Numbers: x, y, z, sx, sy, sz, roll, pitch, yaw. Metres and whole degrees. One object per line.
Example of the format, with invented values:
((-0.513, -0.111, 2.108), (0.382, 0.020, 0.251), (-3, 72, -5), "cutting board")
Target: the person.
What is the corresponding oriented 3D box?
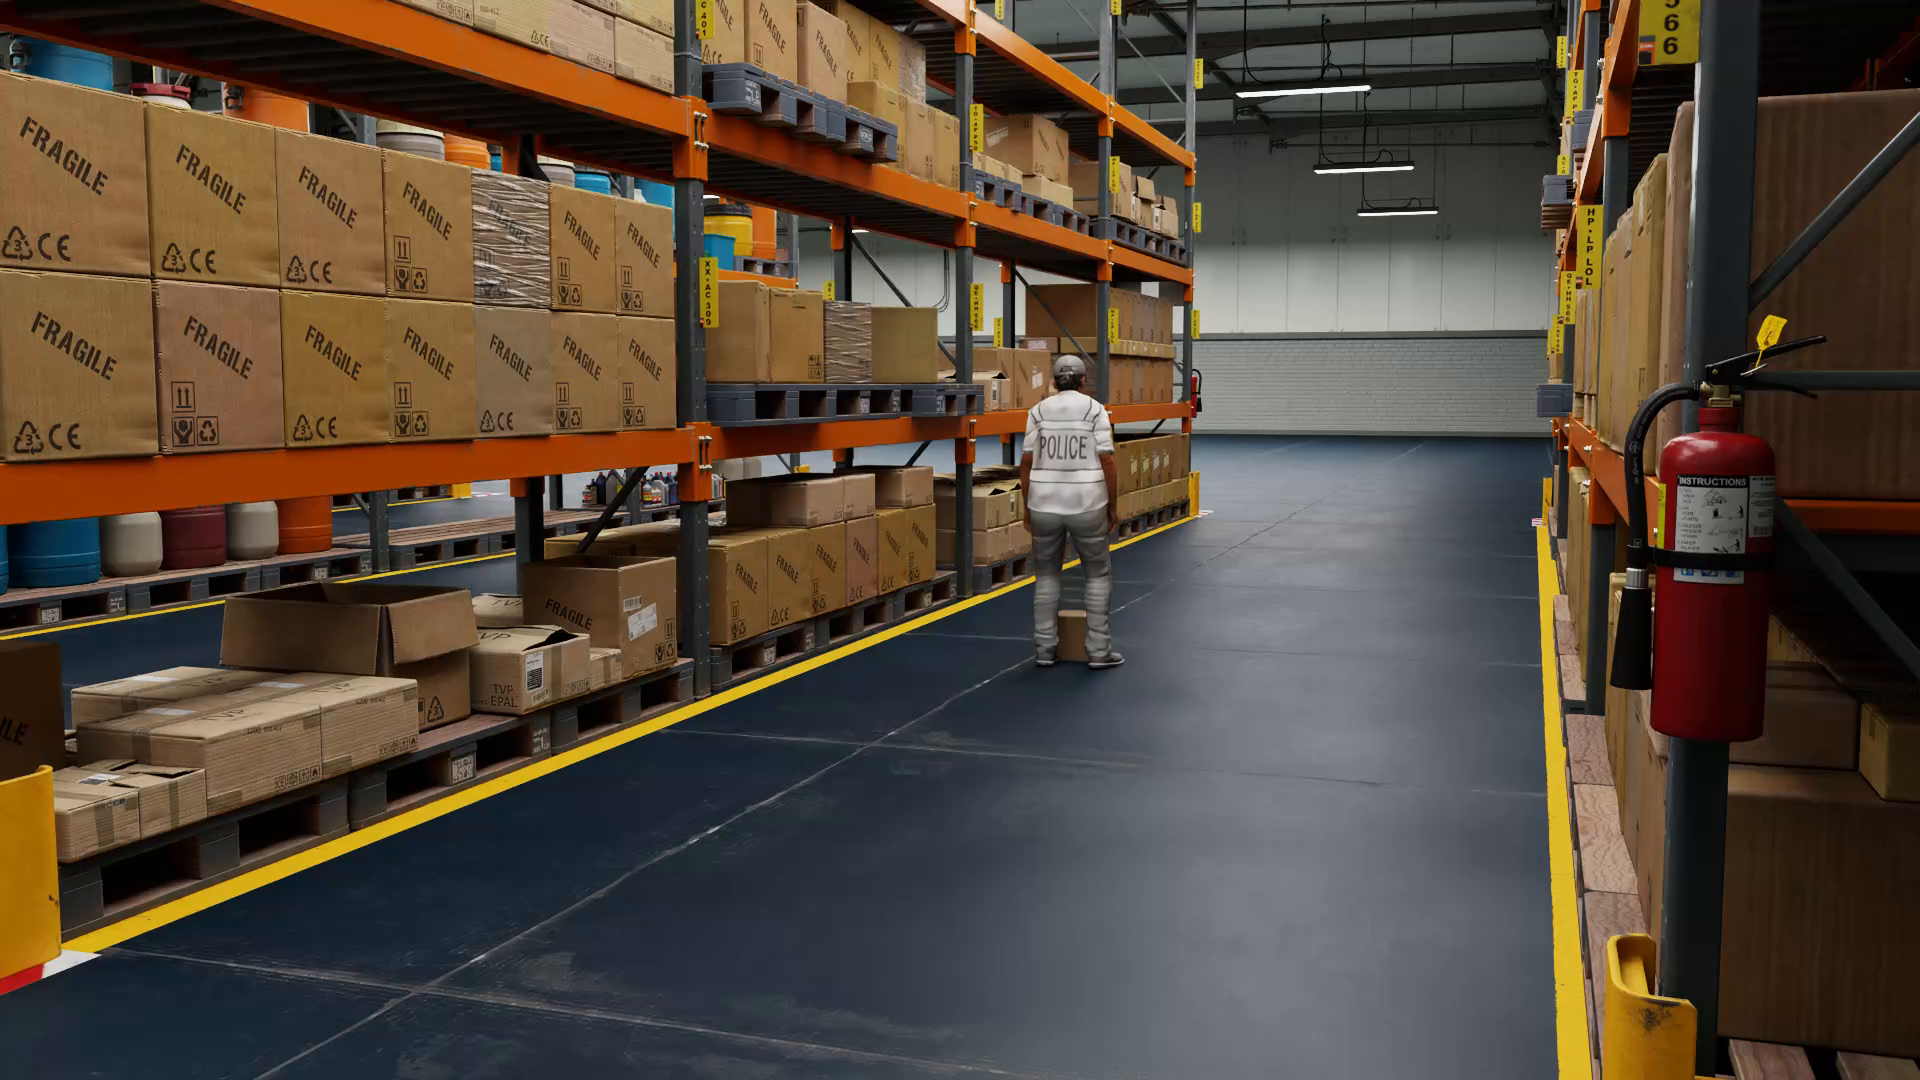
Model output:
((0.577, -0.189, 8.892), (0.529, 1.600, 0.470), (1, 6, 15), "person")
